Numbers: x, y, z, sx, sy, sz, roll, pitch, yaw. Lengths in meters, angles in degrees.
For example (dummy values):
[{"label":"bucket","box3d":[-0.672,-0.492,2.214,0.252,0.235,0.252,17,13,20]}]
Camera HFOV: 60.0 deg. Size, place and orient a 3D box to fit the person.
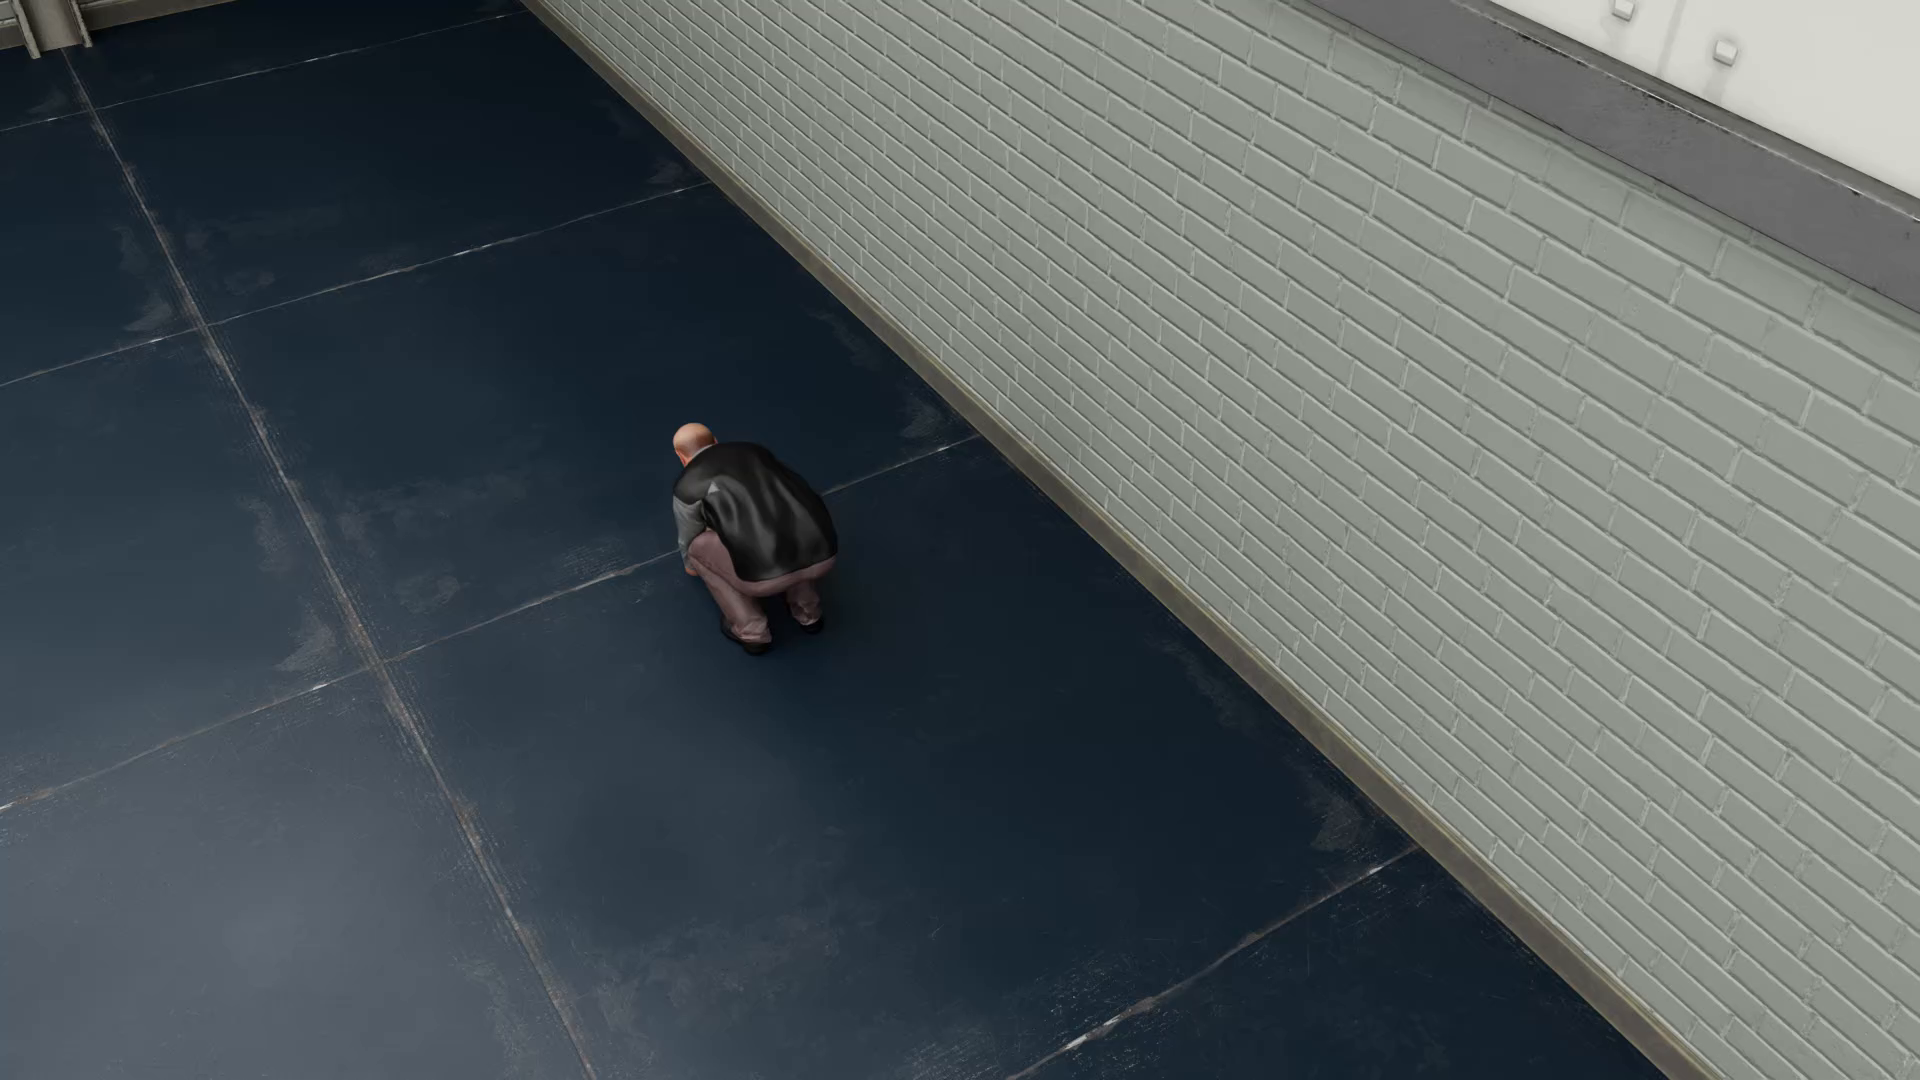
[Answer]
[{"label":"person","box3d":[-0.883,-0.013,6.934,0.505,0.794,0.943,-23,46,-25]}]
